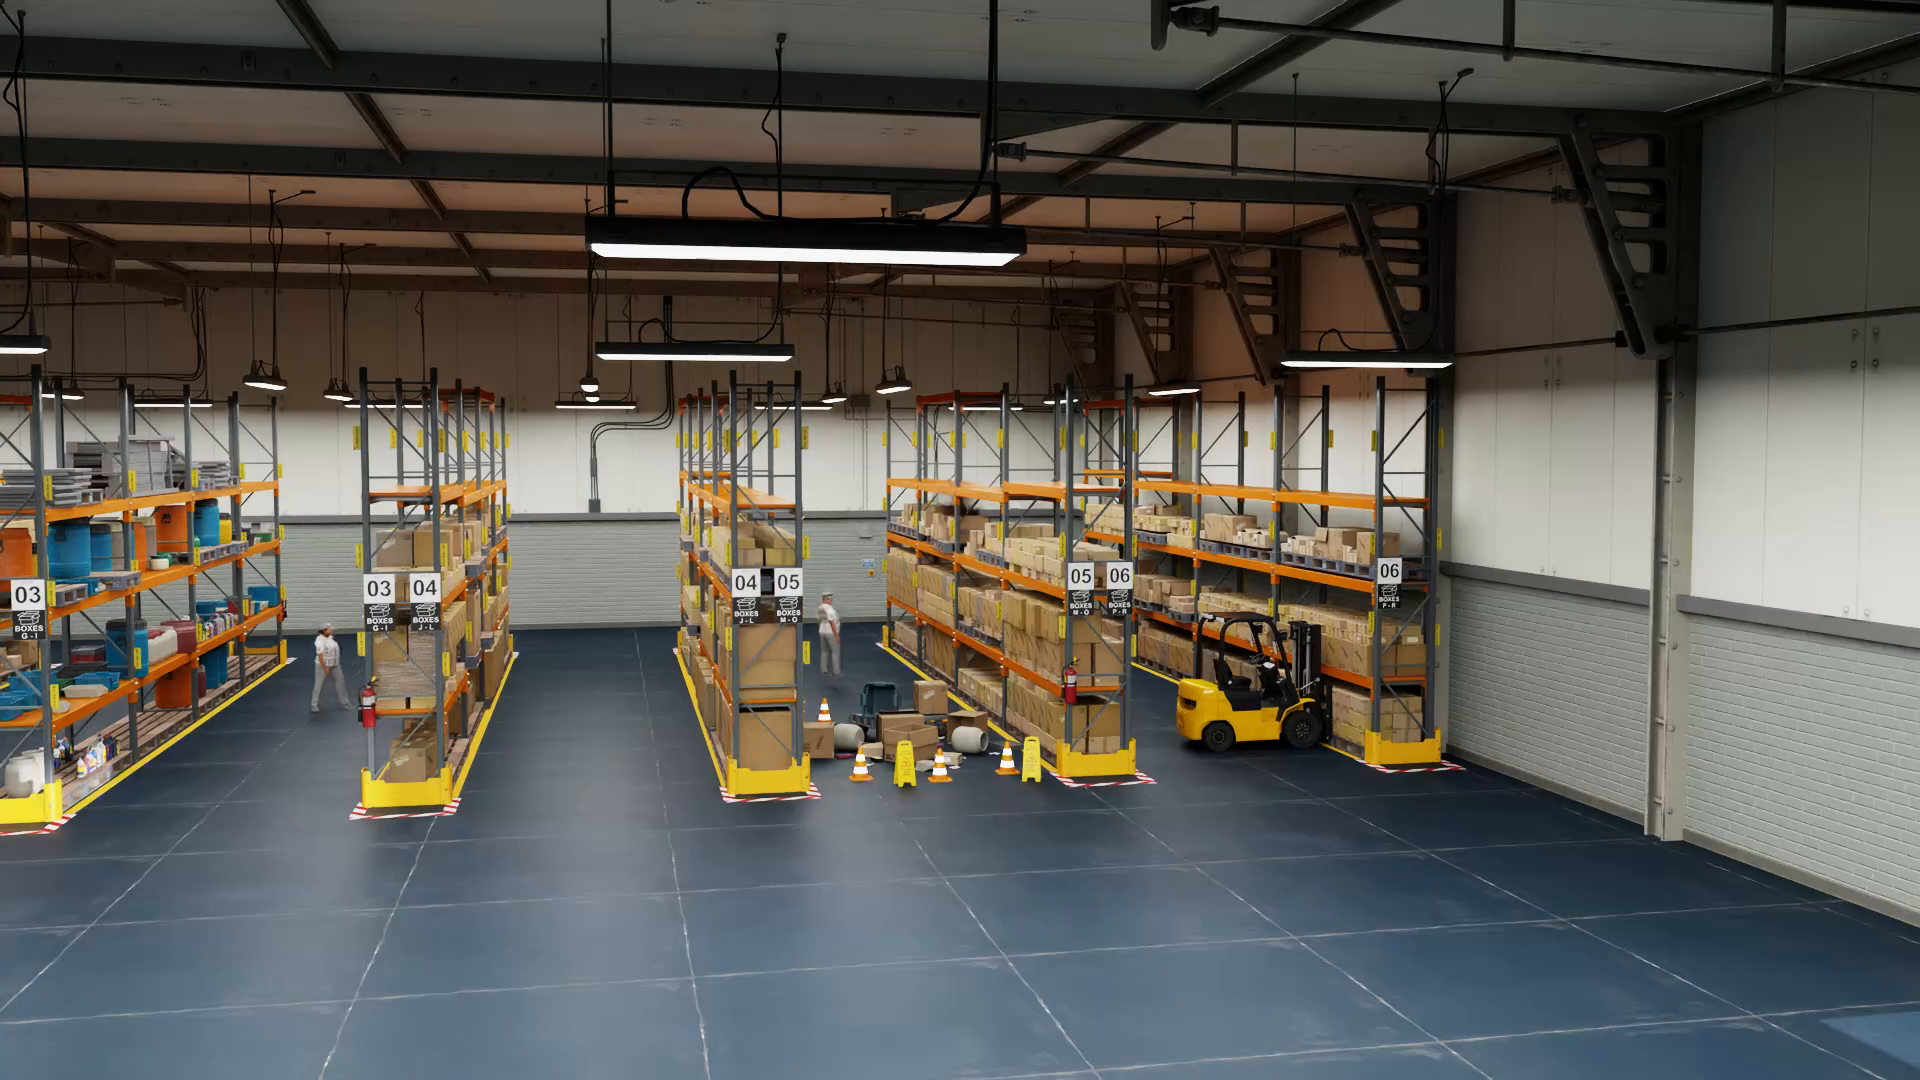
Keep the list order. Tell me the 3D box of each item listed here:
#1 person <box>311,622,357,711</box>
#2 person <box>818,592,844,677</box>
[{"bbox_3d":[-11.682,2.344,30.894,0.614,1.661,0.689,2,4,26],"label":"person"},{"bbox_3d":[-2.642,1.940,34.092,0.473,1.742,0.598,-3,5,-43],"label":"person"}]
